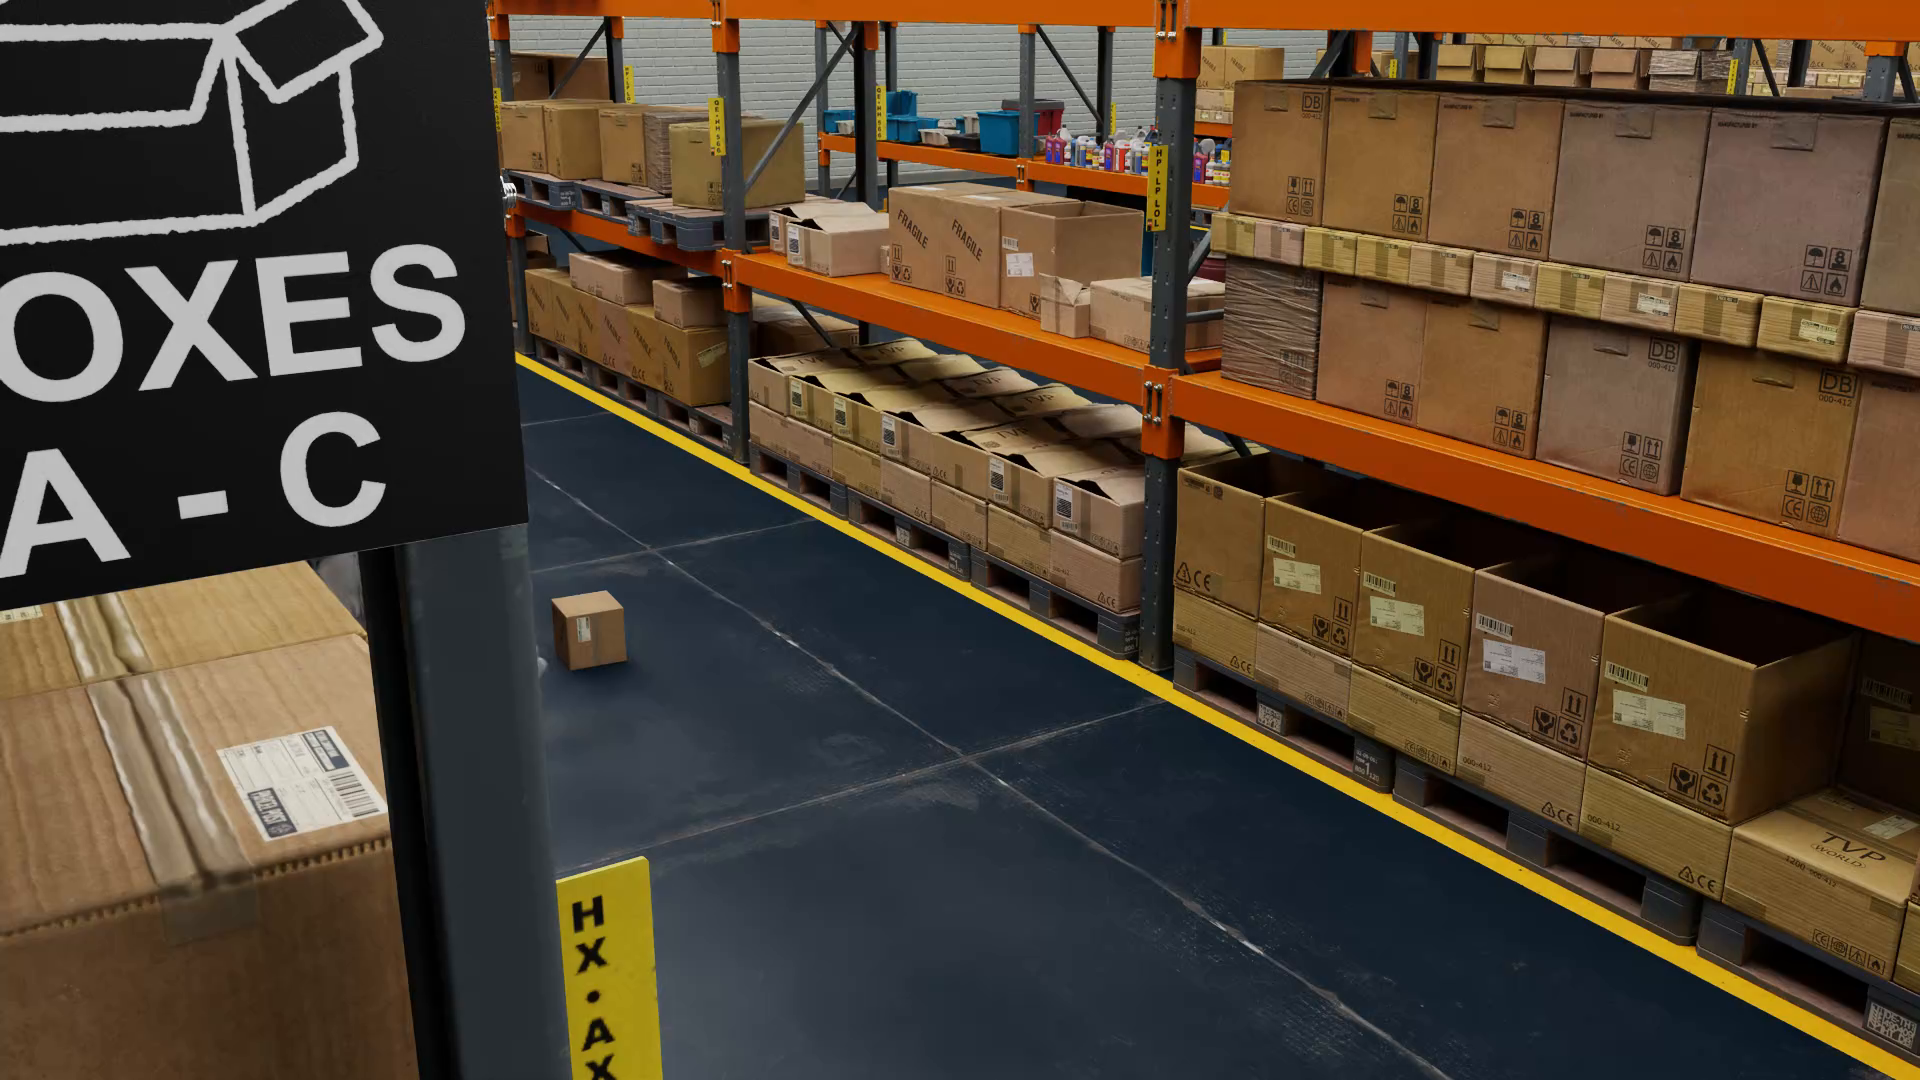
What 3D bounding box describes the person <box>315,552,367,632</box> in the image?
[{"bbox_3d":[-2.207,0.026,5.942,0.457,1.804,0.635,-12,21,-32],"label":"person"}]
